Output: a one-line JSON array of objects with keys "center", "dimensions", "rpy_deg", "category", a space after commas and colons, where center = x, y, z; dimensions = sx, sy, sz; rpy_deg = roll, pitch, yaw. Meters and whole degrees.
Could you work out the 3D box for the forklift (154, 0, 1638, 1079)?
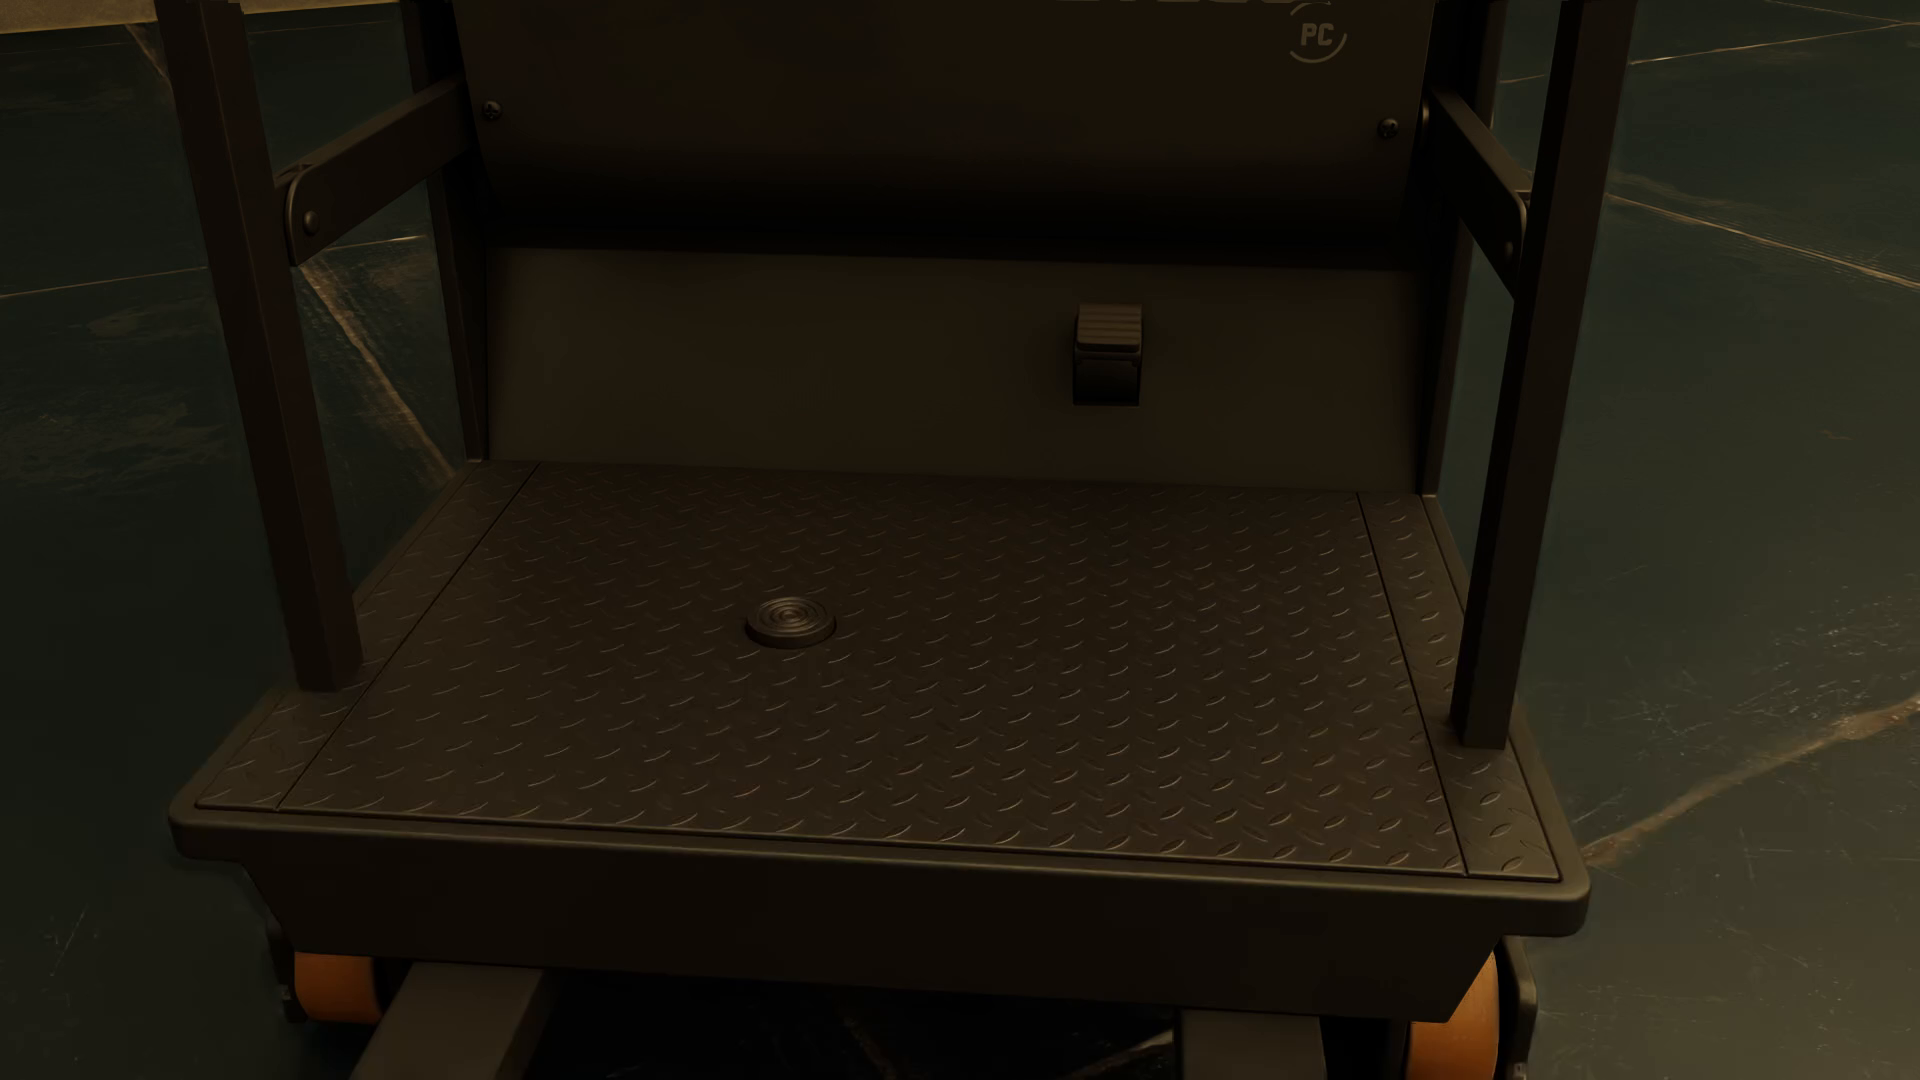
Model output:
[{"center": [-0.039, -0.965, 1.162], "dimensions": [1.130, 2.935, 3.031], "rpy_deg": [2, 27, 5], "category": "forklift"}]
